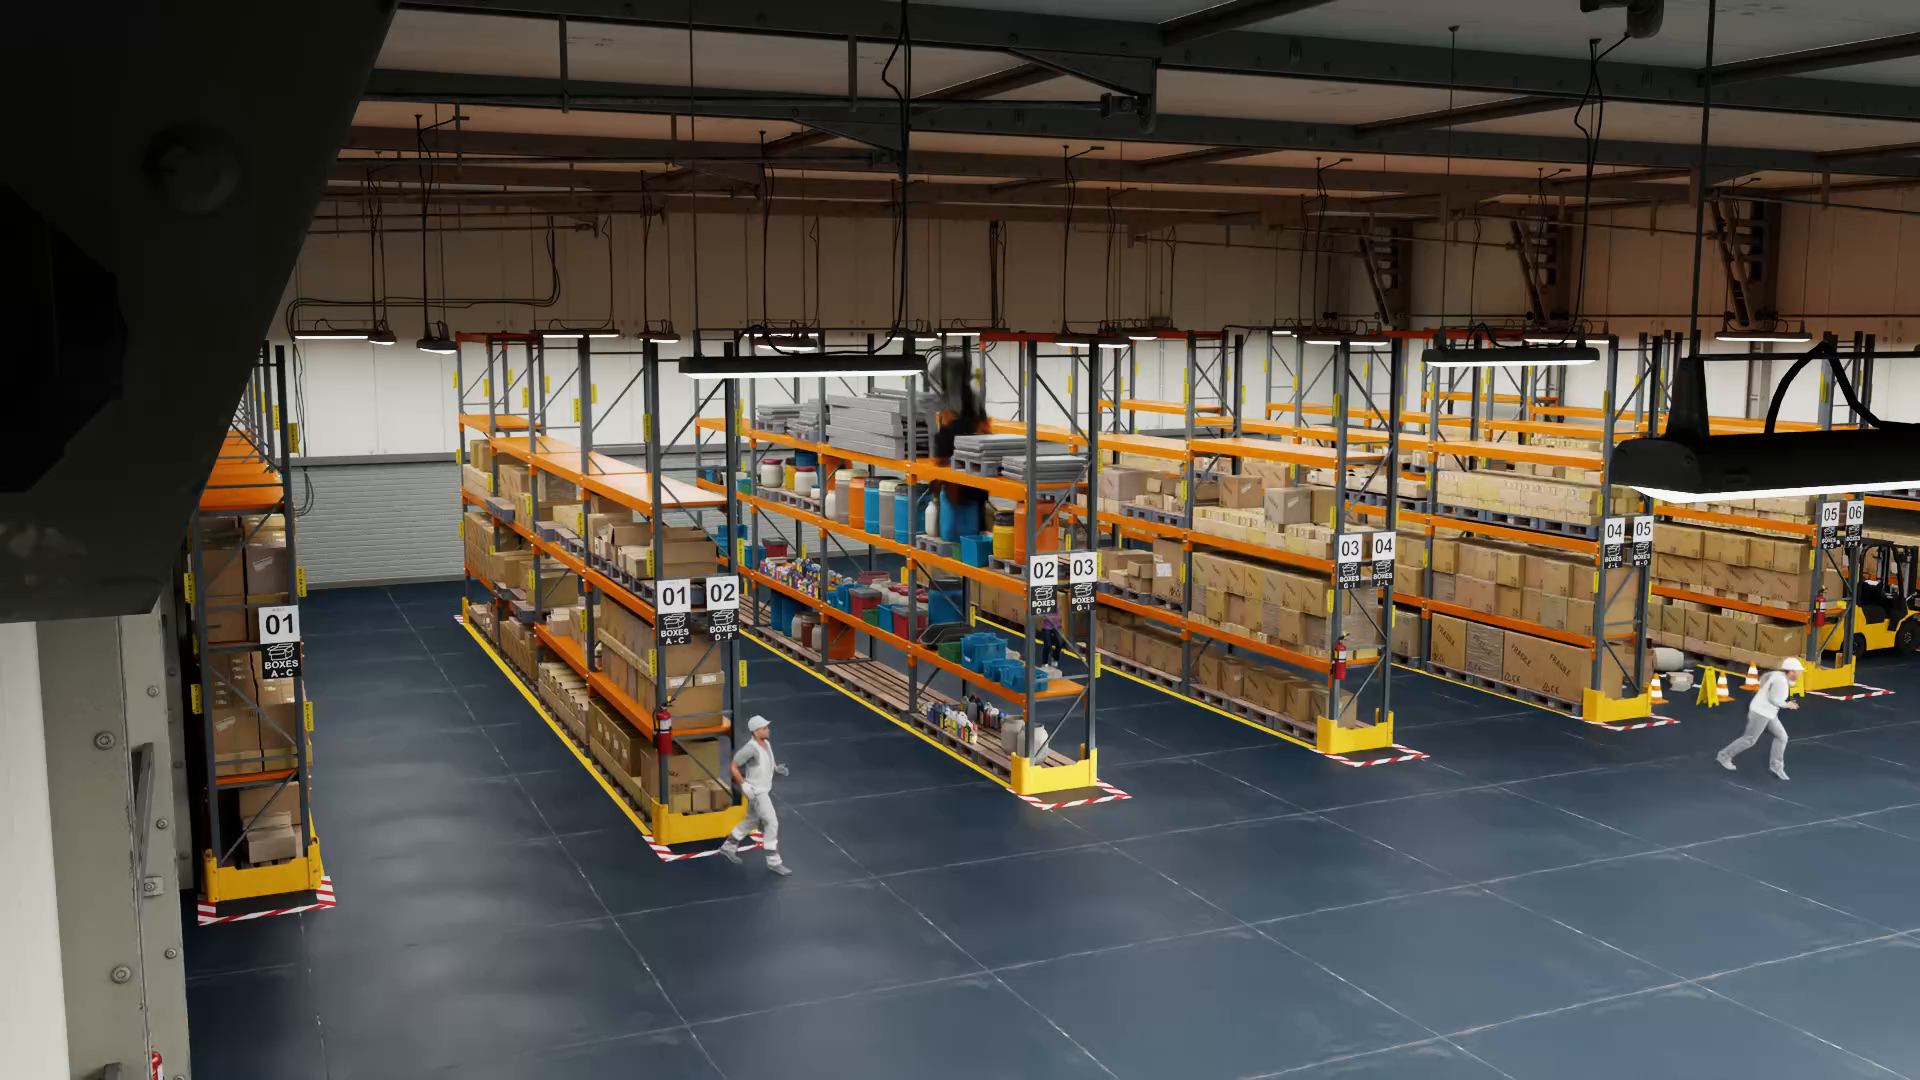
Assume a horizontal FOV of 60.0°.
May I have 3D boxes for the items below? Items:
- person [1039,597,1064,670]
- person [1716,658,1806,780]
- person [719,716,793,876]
[{"bbox_3d":[1.631,1.666,29.585,0.511,1.349,0.574,-3,8,-20],"label":"person"},{"bbox_3d":[11.033,2.444,22.930,1.038,1.733,0.701,4,9,26],"label":"person"},{"bbox_3d":[-2.327,2.880,18.921,0.891,1.814,0.650,1,8,8],"label":"person"}]
